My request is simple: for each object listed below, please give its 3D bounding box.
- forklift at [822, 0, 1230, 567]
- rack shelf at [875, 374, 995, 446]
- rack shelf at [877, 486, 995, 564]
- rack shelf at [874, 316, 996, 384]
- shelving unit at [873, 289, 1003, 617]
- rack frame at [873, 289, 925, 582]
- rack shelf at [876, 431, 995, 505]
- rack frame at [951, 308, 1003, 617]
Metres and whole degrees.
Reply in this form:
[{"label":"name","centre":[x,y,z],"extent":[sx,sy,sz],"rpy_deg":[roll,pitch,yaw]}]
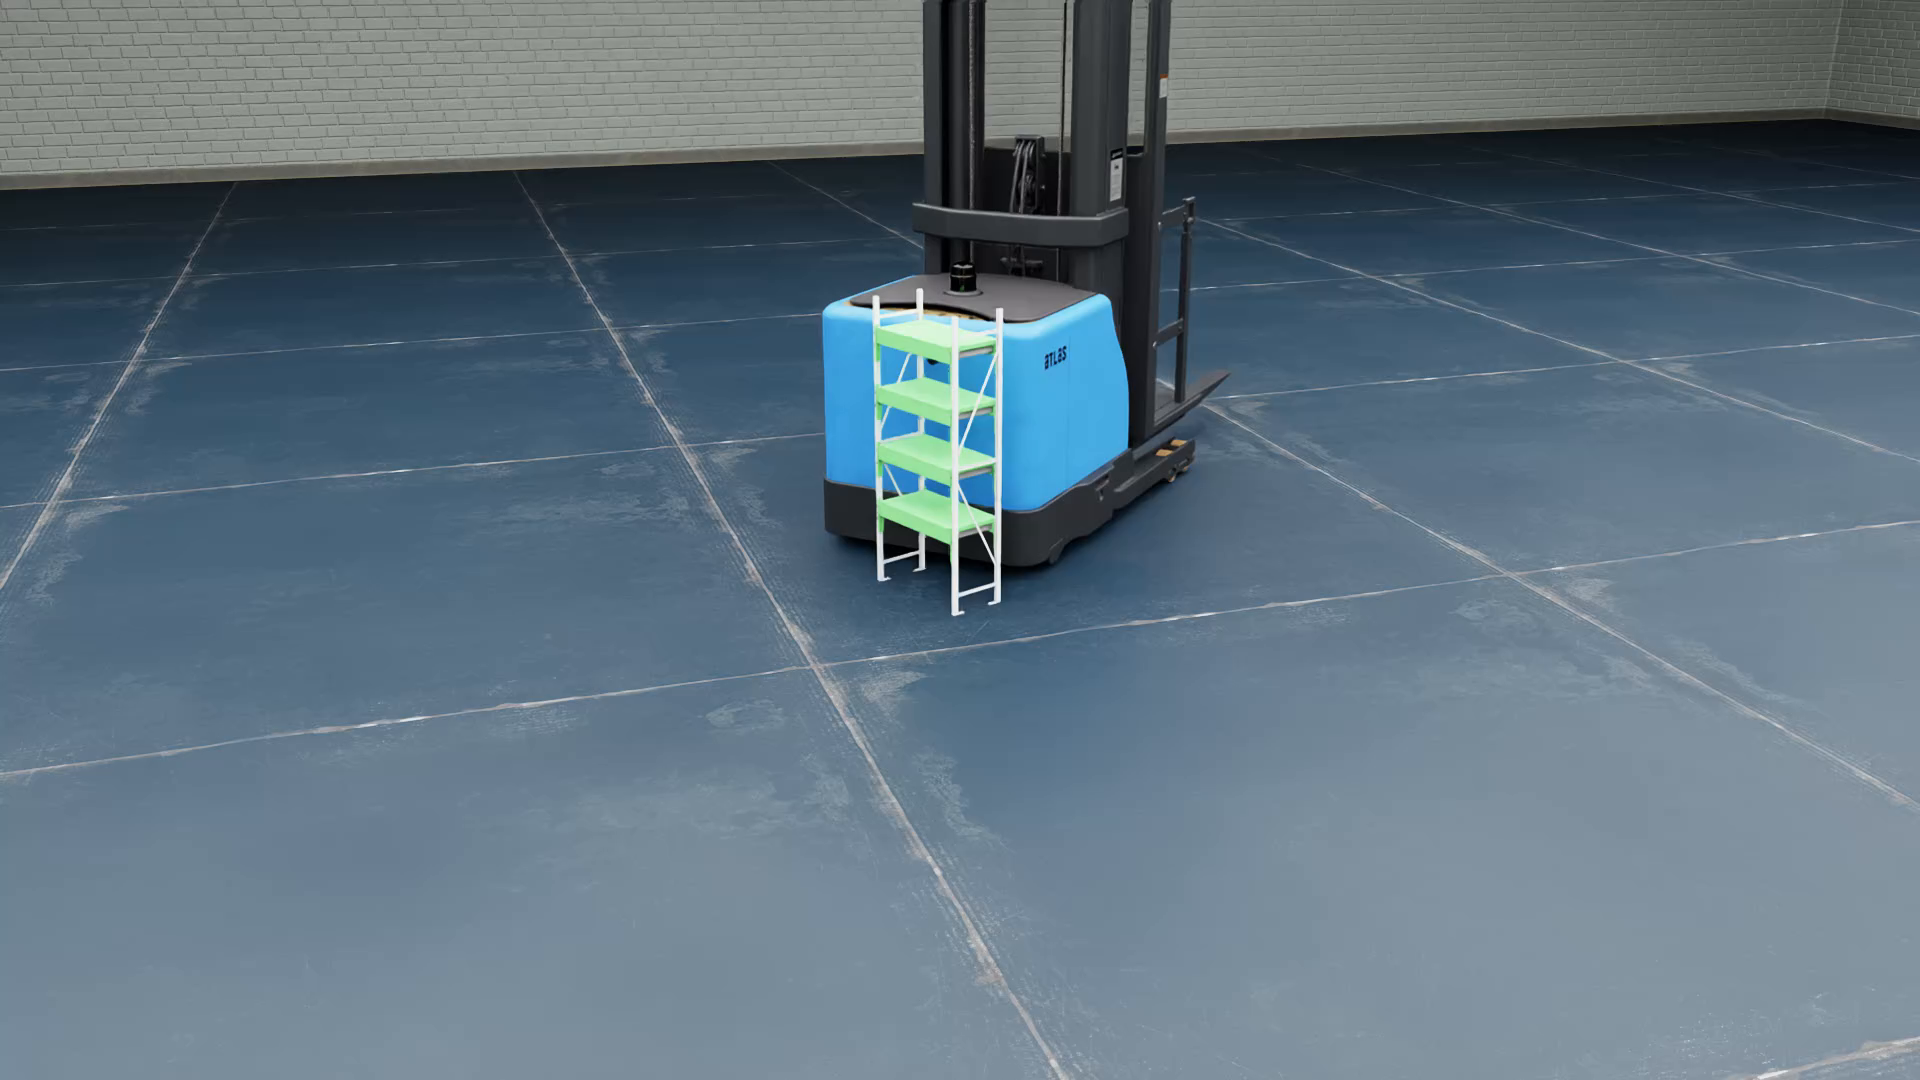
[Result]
[{"label":"forklift","centre":[0.530,-1.723,7.878],"extent":[1.130,2.935,3.031],"rpy_deg":[10,22,26]},{"label":"rack shelf","centre":[-0.090,-0.518,6.561],"extent":[0.258,0.148,0.480],"rpy_deg":[-16,25,-37]},{"label":"rack shelf","centre":[-0.090,-0.066,6.724],"extent":[0.258,0.148,0.480],"rpy_deg":[-16,25,-37]},{"label":"rack shelf","centre":[-0.090,-0.743,6.480],"extent":[0.258,0.148,0.480],"rpy_deg":[-16,25,-37]},{"label":"shelving unit","centre":[-0.090,-0.352,6.621],"extent":[0.258,1.200,0.503],"rpy_deg":[-16,25,-37]},{"label":"rack frame","centre":[-0.246,-0.415,6.798],"extent":[0.240,1.200,0.015],"rpy_deg":[-16,25,-37]},{"label":"rack shelf","centre":[-0.090,-0.292,6.643],"extent":[0.258,0.148,0.480],"rpy_deg":[-16,25,-37]},{"label":"rack frame","centre":[0.065,-0.288,6.444],"extent":[0.240,1.200,0.015],"rpy_deg":[-16,25,-37]}]
